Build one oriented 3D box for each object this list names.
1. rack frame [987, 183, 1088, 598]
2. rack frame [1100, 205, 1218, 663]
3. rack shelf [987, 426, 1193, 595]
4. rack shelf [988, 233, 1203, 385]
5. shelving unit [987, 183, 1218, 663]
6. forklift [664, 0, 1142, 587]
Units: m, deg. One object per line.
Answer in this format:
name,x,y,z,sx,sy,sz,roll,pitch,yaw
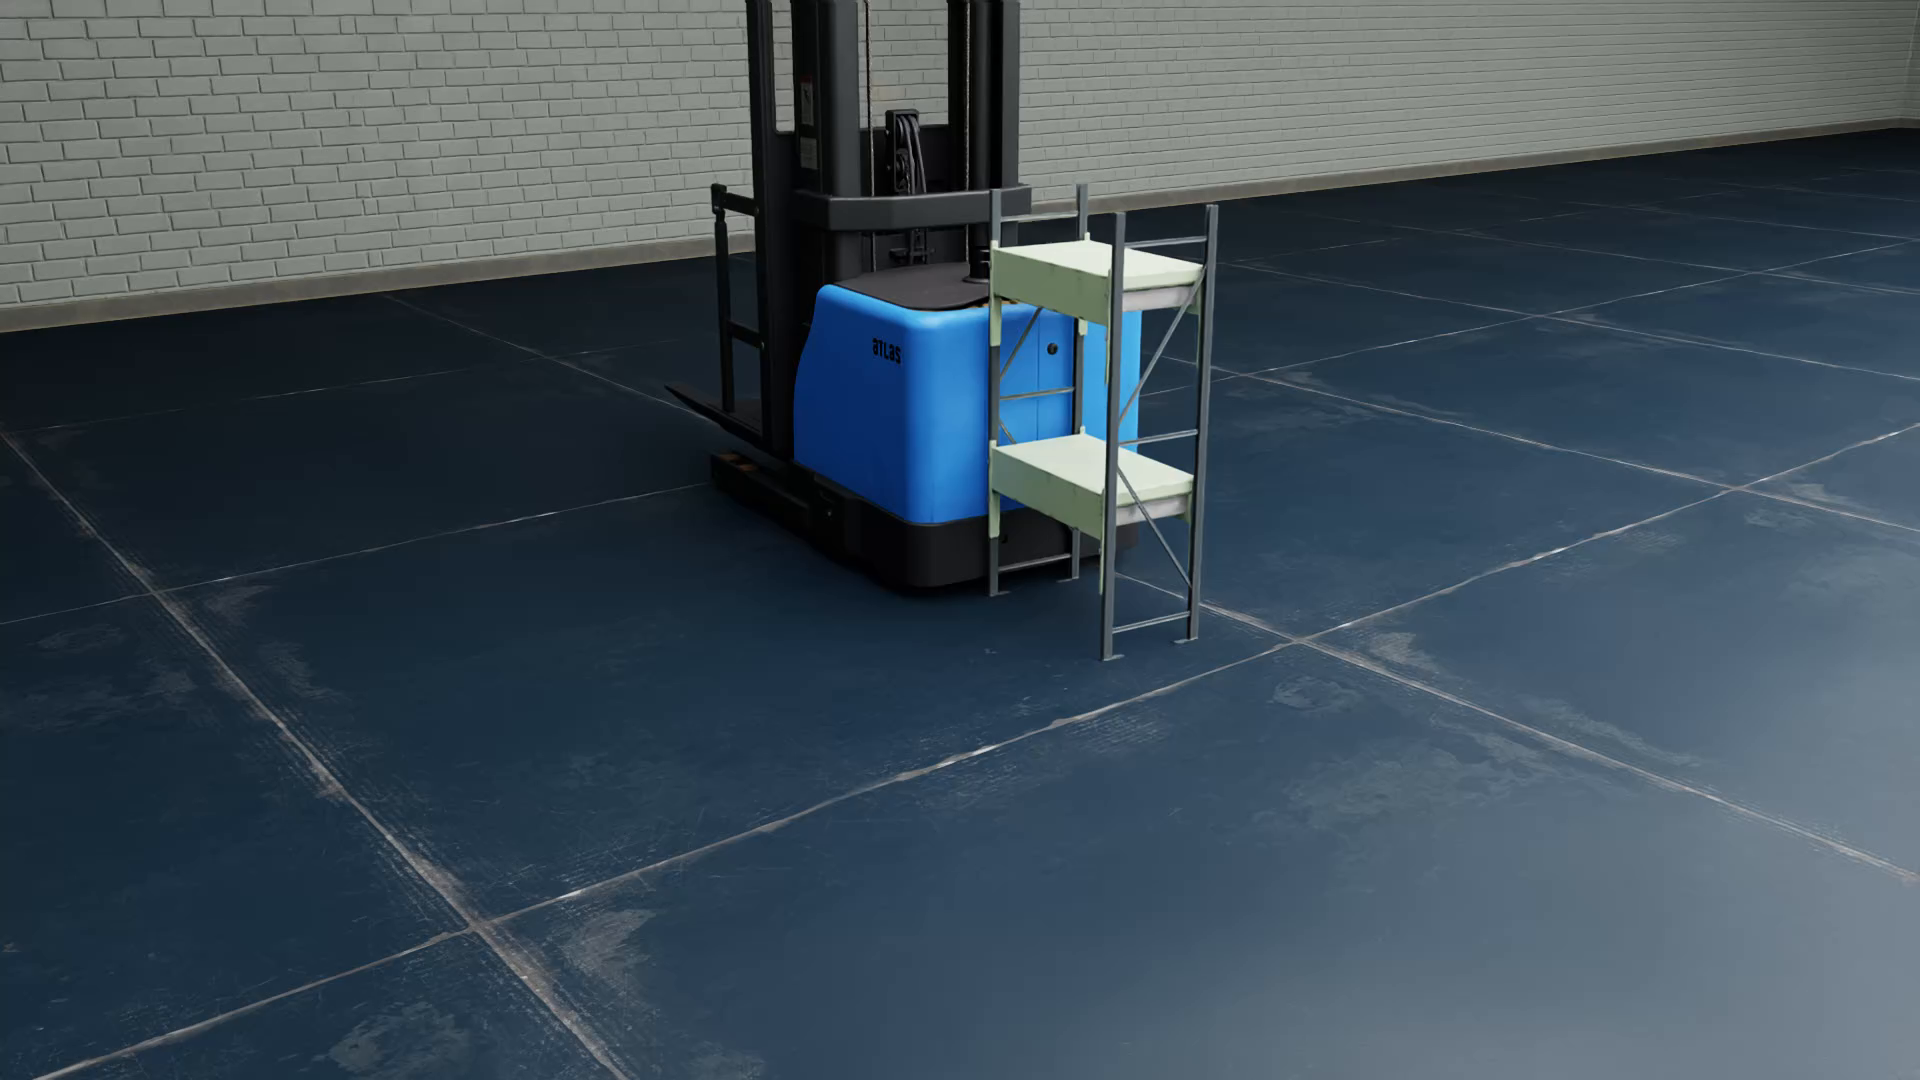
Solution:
rack frame,0.280,-0.530,6.078,0.400,1.500,0.023,-10,21,-29
rack frame,0.651,-0.332,5.479,0.400,1.500,0.023,-10,21,-29
rack shelf,0.465,-0.122,5.881,0.431,0.370,0.720,-10,21,-29
rack shelf,0.465,-0.802,5.656,0.431,0.370,0.720,-10,21,-29
shelving unit,0.465,-0.431,5.779,0.431,1.500,0.755,-10,21,-29
forklift,-0.474,-1.631,7.125,1.130,2.935,3.031,-10,21,-29
